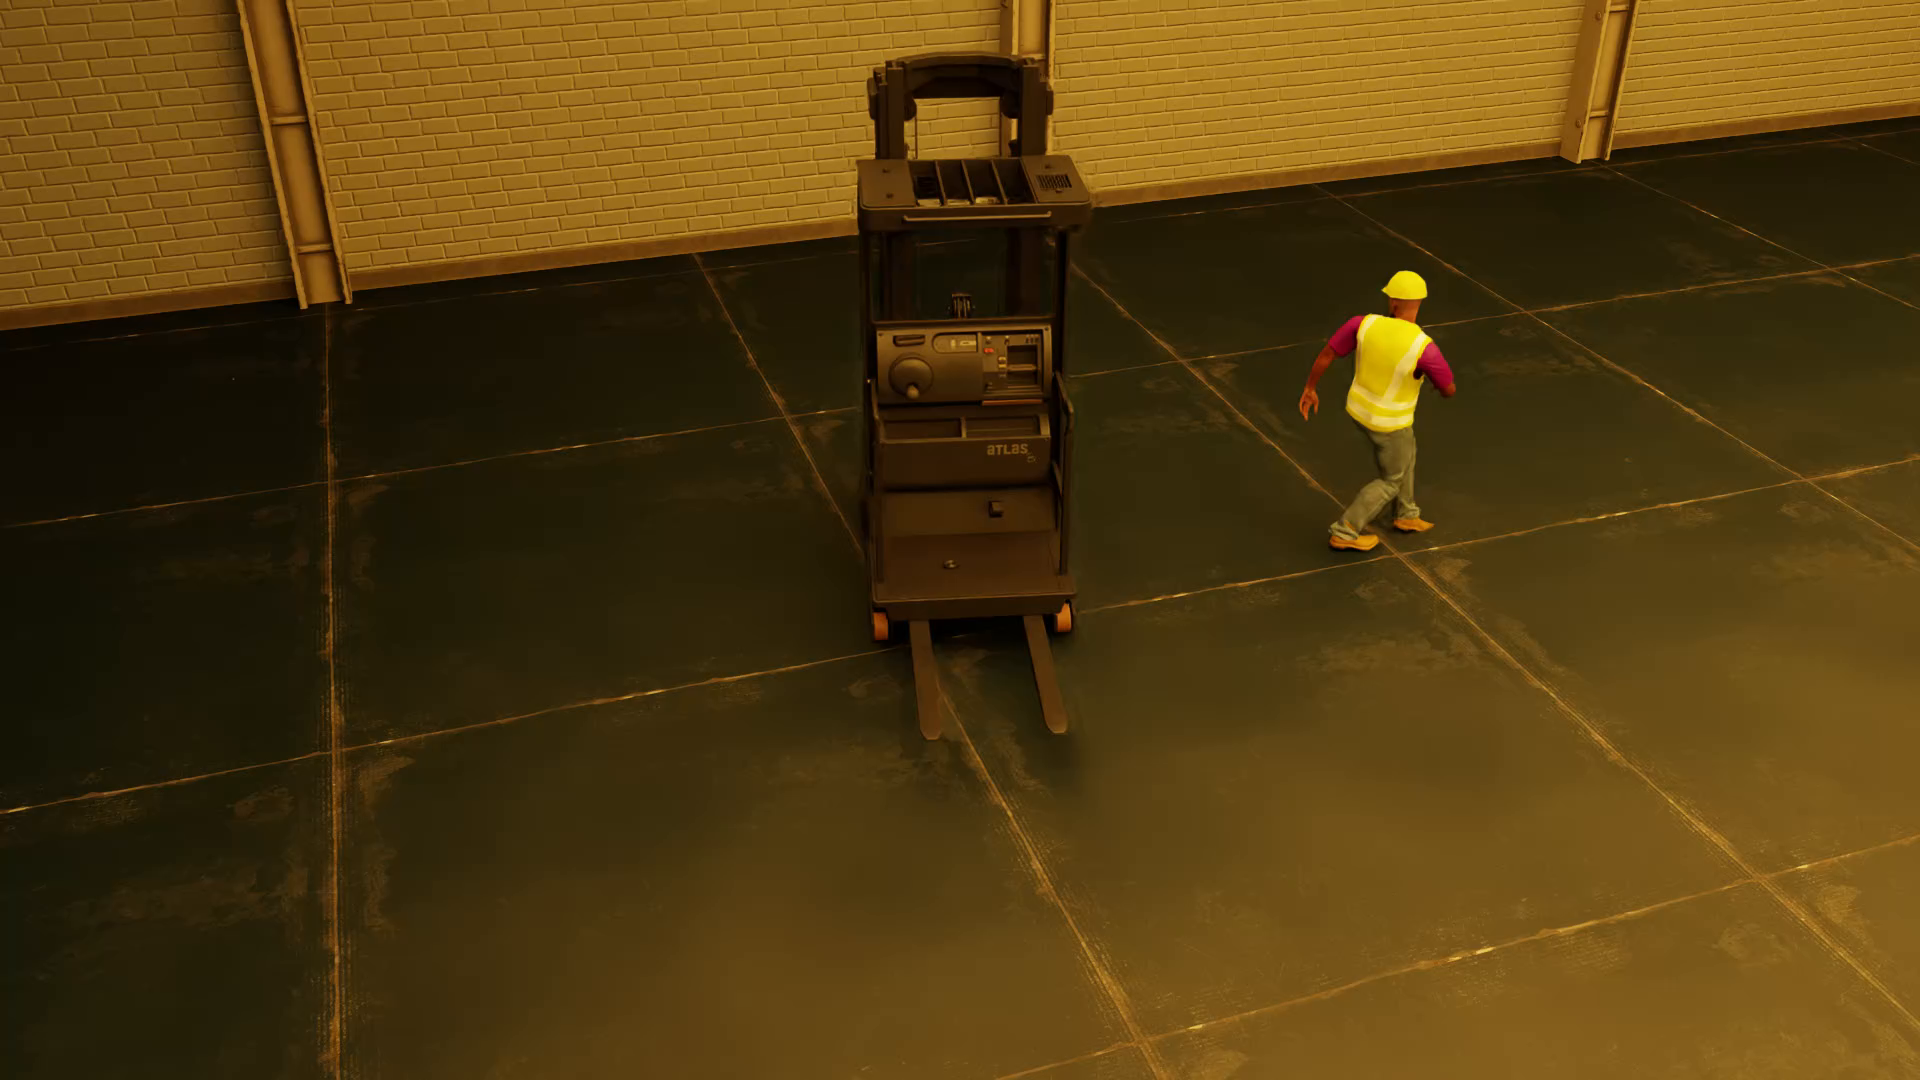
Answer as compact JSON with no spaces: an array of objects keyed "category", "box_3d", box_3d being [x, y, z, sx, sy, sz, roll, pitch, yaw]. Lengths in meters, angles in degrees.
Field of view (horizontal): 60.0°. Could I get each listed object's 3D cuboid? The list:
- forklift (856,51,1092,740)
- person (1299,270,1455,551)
[{"category":"forklift","box_3d":[0.044,-0.893,8.638,1.130,2.935,3.031,-2,30,-4]},{"category":"person","box_3d":[2.482,-0.719,9.617,0.936,1.738,0.604,-12,32,-20]}]
